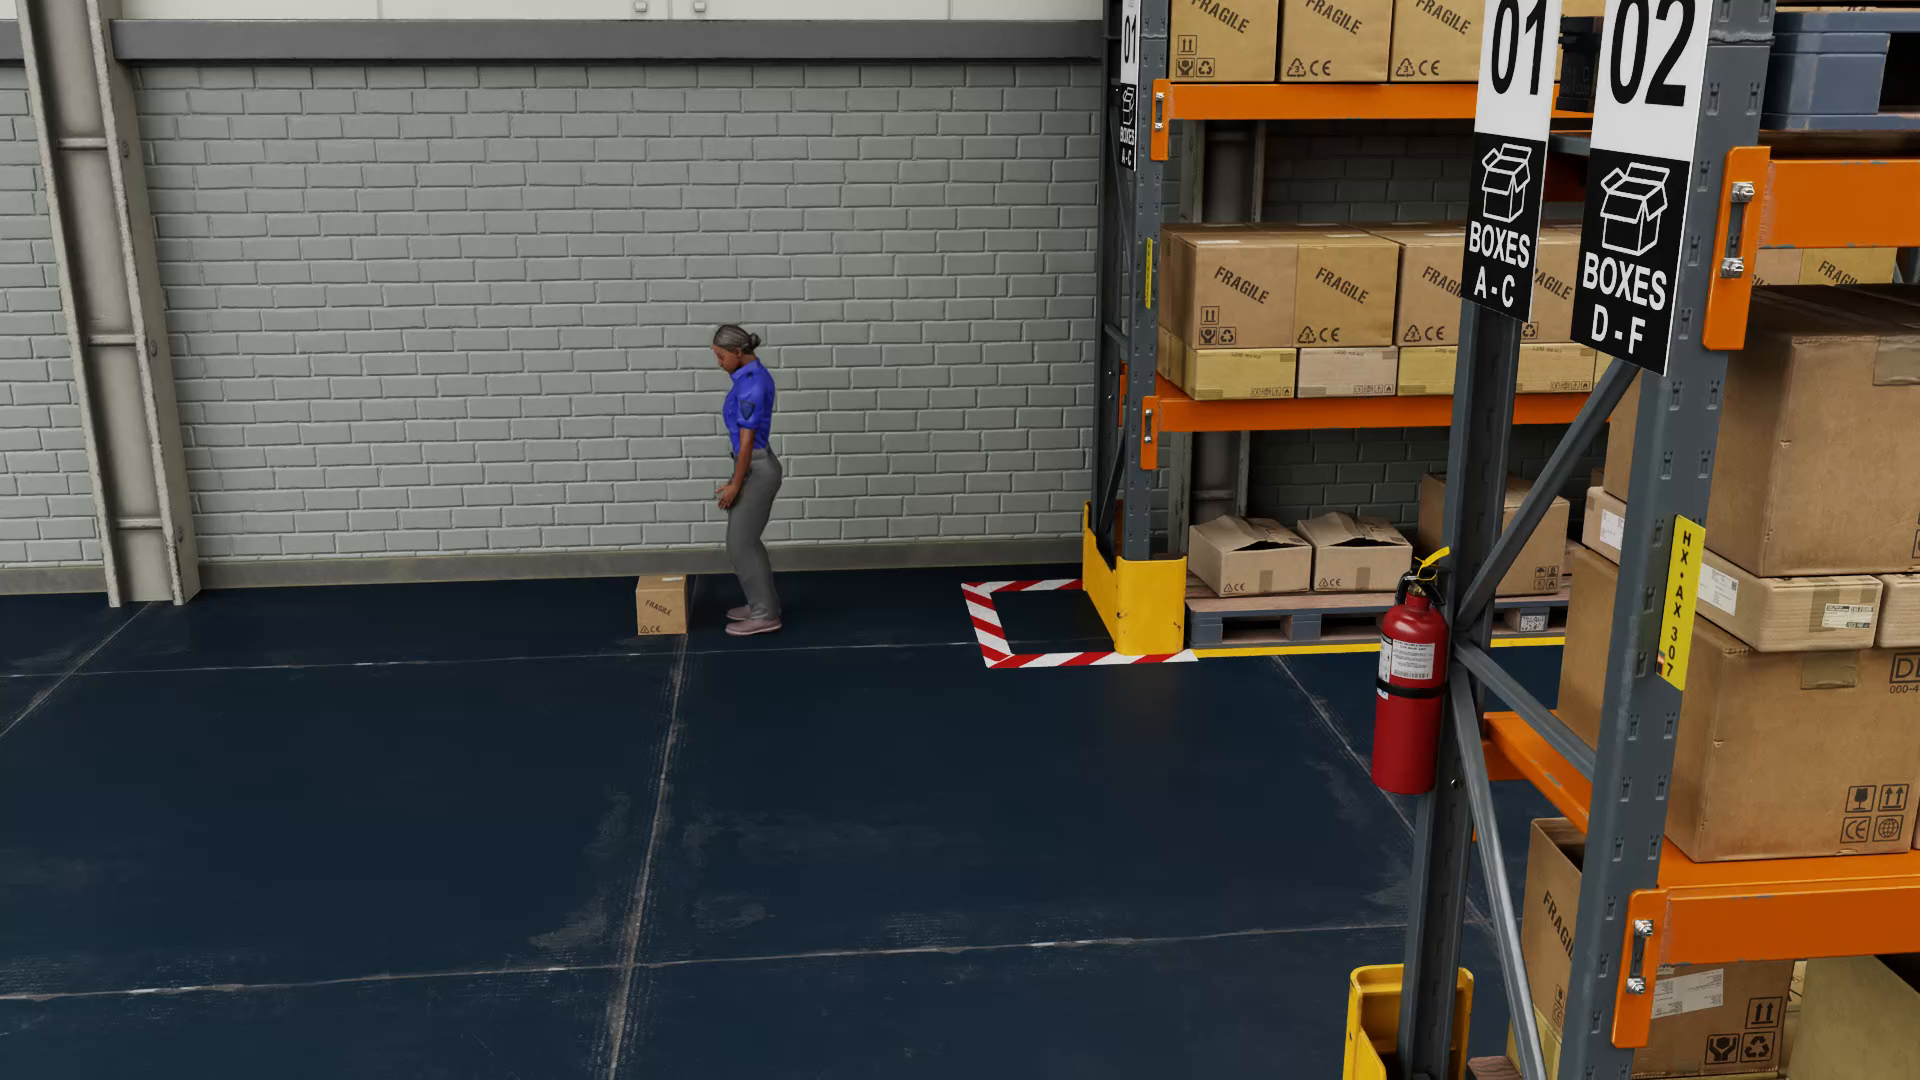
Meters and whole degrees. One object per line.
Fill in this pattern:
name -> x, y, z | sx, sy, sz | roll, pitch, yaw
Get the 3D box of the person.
person -> -1.178, -0.060, 8.712 | 0.748, 1.106, 0.493 | -2, 17, -6
